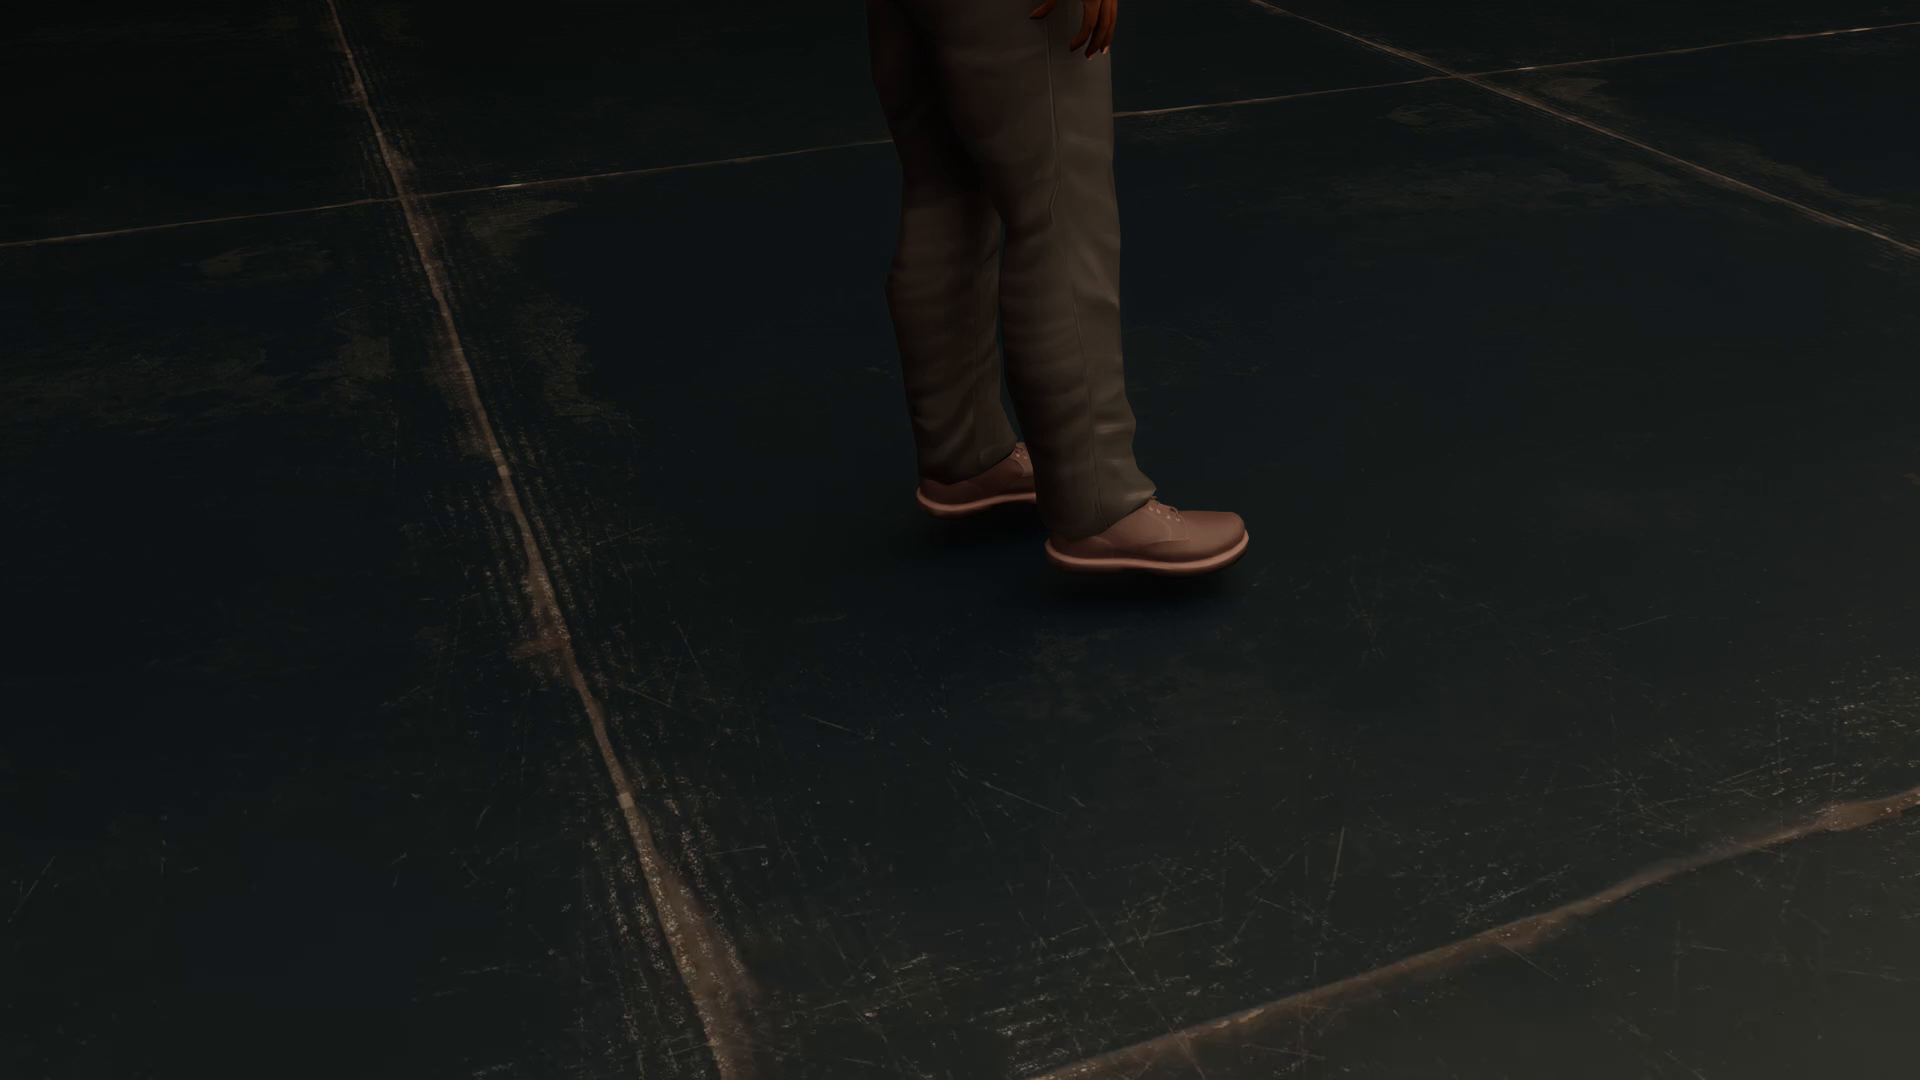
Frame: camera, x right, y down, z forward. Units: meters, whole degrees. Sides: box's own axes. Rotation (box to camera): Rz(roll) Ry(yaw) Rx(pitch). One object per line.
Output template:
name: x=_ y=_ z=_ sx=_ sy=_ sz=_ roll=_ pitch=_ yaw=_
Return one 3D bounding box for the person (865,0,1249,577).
person: x=0.088 y=-0.767 z=2.080 sx=0.504 sy=1.654 sz=0.569 roll=-11 pitch=32 yaw=-19
